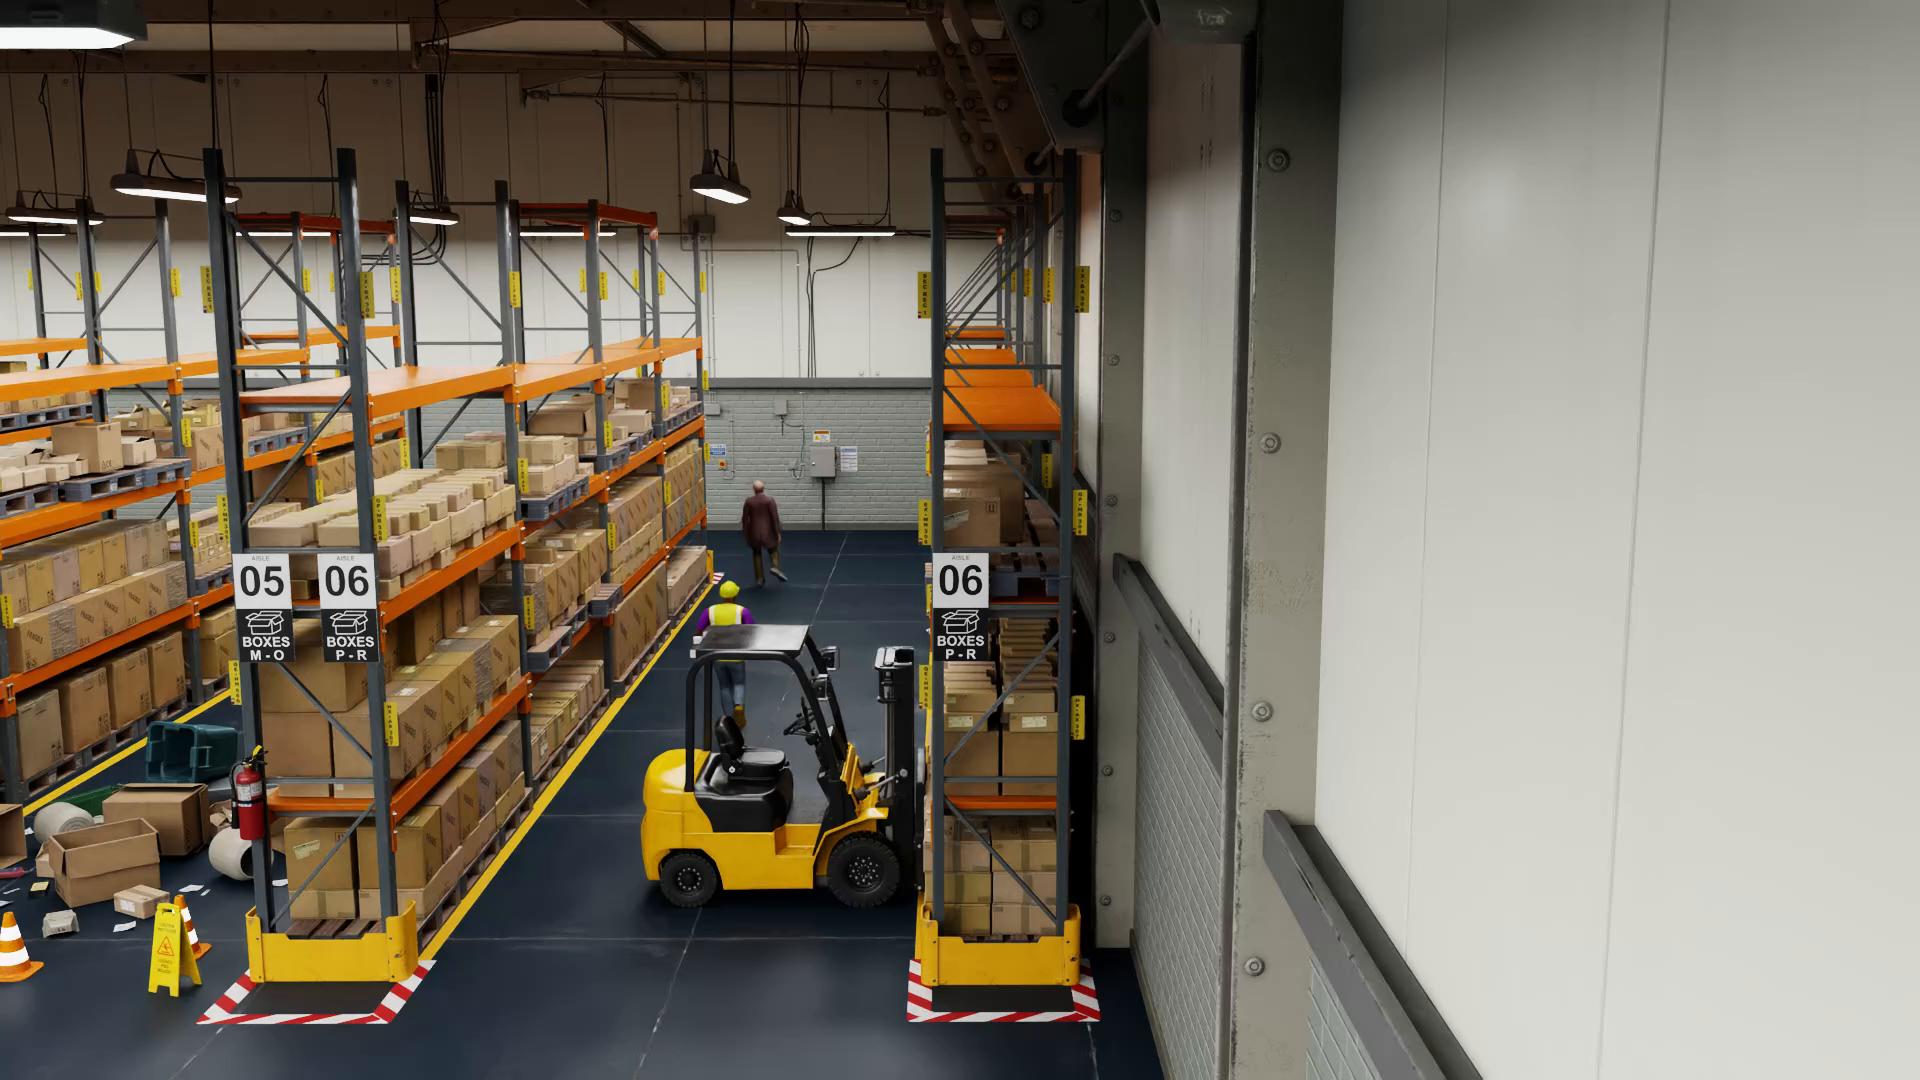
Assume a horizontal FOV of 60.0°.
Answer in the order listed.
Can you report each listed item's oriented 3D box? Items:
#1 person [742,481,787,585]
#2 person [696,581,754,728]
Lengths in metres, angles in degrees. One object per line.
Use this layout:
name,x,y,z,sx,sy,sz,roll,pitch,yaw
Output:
person,-3.243,-0.102,27.470,0.761,1.739,0.646,0,9,-1
person,-2.631,1.329,18.794,0.692,1.735,0.633,0,9,2
